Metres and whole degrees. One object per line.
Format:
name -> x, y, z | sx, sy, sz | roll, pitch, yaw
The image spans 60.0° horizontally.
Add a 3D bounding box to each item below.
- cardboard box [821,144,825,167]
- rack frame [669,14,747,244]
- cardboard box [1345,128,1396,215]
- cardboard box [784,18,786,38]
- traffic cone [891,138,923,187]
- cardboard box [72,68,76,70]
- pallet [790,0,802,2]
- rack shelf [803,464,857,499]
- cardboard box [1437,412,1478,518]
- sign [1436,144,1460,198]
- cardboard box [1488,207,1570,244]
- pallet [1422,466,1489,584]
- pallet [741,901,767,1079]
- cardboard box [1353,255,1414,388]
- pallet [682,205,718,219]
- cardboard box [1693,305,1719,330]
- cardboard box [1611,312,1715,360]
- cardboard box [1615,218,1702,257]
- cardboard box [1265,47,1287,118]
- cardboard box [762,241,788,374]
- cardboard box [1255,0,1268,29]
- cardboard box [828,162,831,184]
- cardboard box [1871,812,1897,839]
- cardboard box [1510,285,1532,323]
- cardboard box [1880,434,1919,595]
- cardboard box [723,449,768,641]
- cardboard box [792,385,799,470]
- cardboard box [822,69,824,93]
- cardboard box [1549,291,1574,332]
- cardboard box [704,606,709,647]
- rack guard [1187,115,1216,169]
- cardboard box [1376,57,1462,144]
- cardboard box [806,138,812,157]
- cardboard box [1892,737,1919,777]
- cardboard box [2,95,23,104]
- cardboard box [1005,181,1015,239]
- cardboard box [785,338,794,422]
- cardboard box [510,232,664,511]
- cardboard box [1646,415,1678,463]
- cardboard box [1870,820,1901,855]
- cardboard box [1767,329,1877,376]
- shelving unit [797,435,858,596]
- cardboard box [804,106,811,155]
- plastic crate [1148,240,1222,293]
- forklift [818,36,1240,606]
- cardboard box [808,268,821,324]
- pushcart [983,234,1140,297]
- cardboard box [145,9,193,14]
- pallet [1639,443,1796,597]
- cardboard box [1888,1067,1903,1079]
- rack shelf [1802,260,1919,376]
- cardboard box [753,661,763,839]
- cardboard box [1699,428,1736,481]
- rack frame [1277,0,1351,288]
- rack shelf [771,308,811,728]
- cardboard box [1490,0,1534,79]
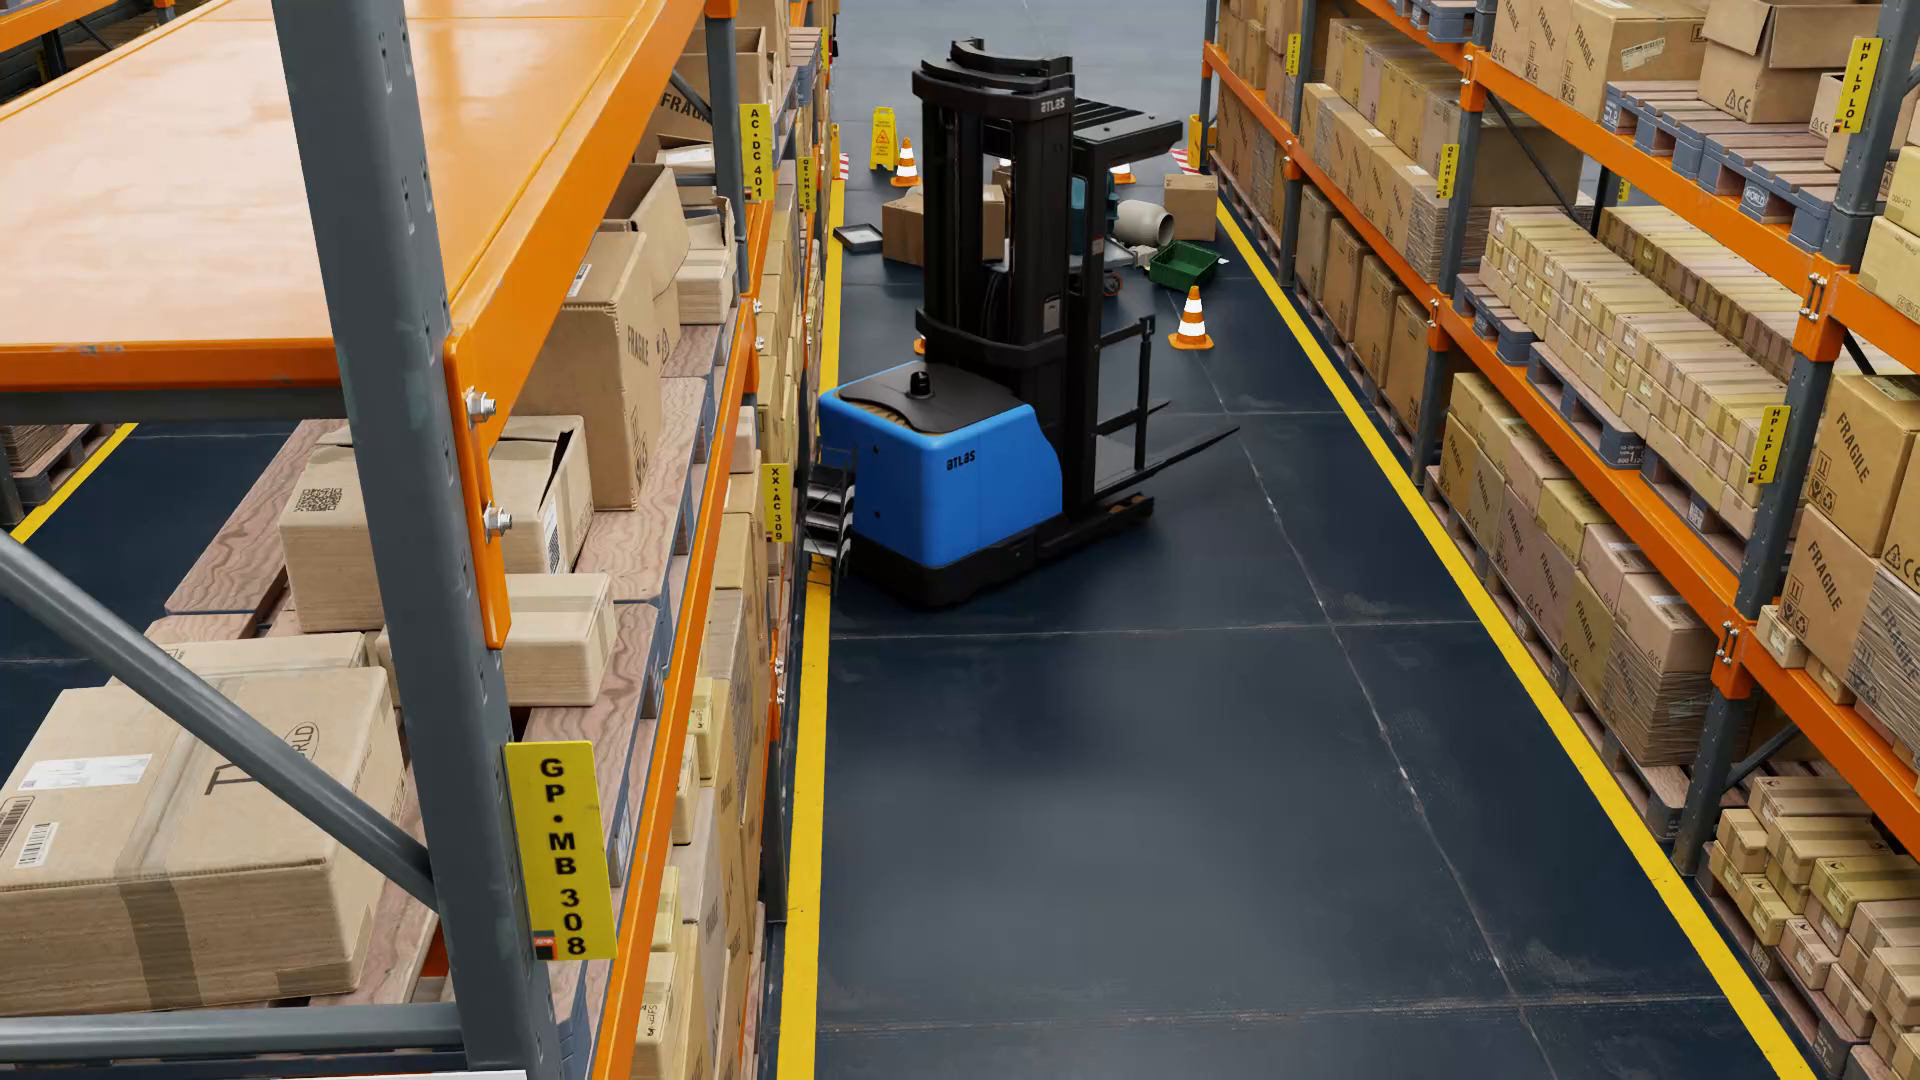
cardboard box -> -1.367, -3.324, 14.387 | 0.380, 0.149, 0.250 | -1, 28, -2
rack frame -> -1.241, -2.364, 5.052 | 1.000, 3.000, 0.127 | -1, 28, -3
cardboard box -> 3.115, -2.662, 12.001 | 0.500, 0.500, 0.500 | -1, 28, -2
cardboard box -> -1.029, -2.381, 8.019 | 0.396, 0.266, 0.258 | -2, 28, -4
traffic cone -> -0.557, -3.954, 17.331 | 0.336, 0.463, 0.334 | -1, 28, -3
cardboard box -> -6.889, -3.752, 13.390 | 0.380, 0.149, 0.250 | -2, 28, -3
pallet -> -1.676, -3.879, 11.403 | 1.213, 0.211, 1.003 | -1, 28, -3
rack shelf -> -0.733, -0.332, 9.368 | 0.258, 0.077, 0.200 | 12, 31, 8
cardboard box -> 3.270, -0.463, 10.143 | 0.500, 0.500, 0.500 | -3, 28, -5
sign -> 2.934, -2.216, 10.004 | 0.100, 0.325, 0.005 | -1, 28, -3
cardboard box -> 3.319, -1.836, 9.702 | 0.380, 0.149, 0.250 | -1, 28, -3
pallet -> 3.527, -0.121, 10.253 | 1.003, 0.211, 1.213 | -1, 28, -3
pallet -> -1.280, 1.885, 6.408 | 1.003, 0.211, 1.213 | -1, 28, -3
cardboard box -> 3.497, -1.594, 12.041 | 1.050, 0.750, 0.750 | -1, 28, -2
pallet -> -1.338, -1.372, 6.600 | 0.805, 0.209, 1.217 | -2, 28, -5
cardboard box -> 4.038, -1.112, 8.634 | 0.380, 0.149, 0.250 | -1, 28, -1
cardboard box -> 3.413, -0.992, 8.082 | 0.380, 0.149, 0.250 | -3, 28, -5
cardboard box -> 3.982, -1.725, 9.488 | 0.380, 0.149, 0.250 | -2, 28, -3
cardboard box -> 3.196, -4.055, 14.619 | 0.875, 0.550, 0.550 | -1, 28, -3
cardboard box -> -1.088, -1.107, 7.939 | 0.500, 0.500, 0.500 | -2, 28, -3
cardboard box -> 3.223, -5.030, 15.321 | 0.875, 0.550, 0.500 | -1, 28, -3
cardboard box -> -1.538, -3.607, 16.442 | 0.500, 0.250, 0.500 | -1, 28, -2
cardboard box -> 3.975, 1.101, 6.880 | 0.380, 0.149, 0.250 | -1, 28, -1
cardboard box -> 3.338, -1.333, 9.379 | 0.380, 0.149, 0.250 | 0, 28, 0
cardboard box -> 3.519, -0.037, 5.566 | 0.500, 0.500, 0.500 | -2, 28, -4
cardboard box -> -0.941, 0.019, 5.780 | 0.500, 0.500, 0.500 | -2, 28, -3
cardboard box -> -1.057, -0.555, 8.232 | 0.500, 0.250, 0.500 | -2, 28, -3
cardboard box -> -1.466, -4.249, 14.722 | 0.500, 0.500, 0.500 | -2, 28, -3
cardboard box -> 3.372, -1.217, 8.835 | 0.380, 0.149, 0.250 | -1, 28, -3
cardboard box -> -0.904, 0.247, 4.643 | 0.380, 0.149, 0.250 | -2, 28, -4
rack guard -> 3.069, -4.315, 17.983 | 1.175, 0.500, 0.348 | -1, 28, -3
cardboard box -> 3.391, -3.120, 11.798 | 0.700, 0.500, 0.500 | -2, 28, -3
cardboard box -> -1.294, -2.885, 12.355 | 0.380, 0.149, 0.250 | -1, 28, -2
cardboard box -> 3.547, 0.744, 5.851 | 0.380, 0.149, 0.250 | -3, 28, -5
cardboard box -> -6.838, -3.201, 12.335 | 0.380, 0.149, 0.250 | -1, 28, -3
cardboard box -> 0.809, -3.018, 15.345 | 0.797, 0.637, 0.503 | -1, 28, -3
cardboard box -> -1.066, -0.777, 8.118 | 0.500, 0.250, 0.500 | -2, 28, -4
cardboard box -> -0.988, -0.397, 3.853 | 0.500, 0.500, 0.500 | -1, 28, -2
cardboard box -> 3.440, -0.475, 7.735 | 0.380, 0.149, 0.250 | -3, 28, -5
cardboard box -> 4.031, 1.213, 6.988 | 0.380, 0.149, 0.250 | -1, 28, -2
cardboard box -> 4.079, -0.883, 7.873 | 0.380, 0.149, 0.250 | -2, 28, -3
shelving unit -> -0.758, -0.131, 9.490 | 0.258, 0.900, 0.210 | 12, 31, 8
cardboard box -> -1.358, -3.086, 12.040 | 0.500, 0.500, 0.500 | 0, 28, -1
plastic crate -> 1.962, -2.393, 14.572 | 0.450, 0.188, 0.662 | 22, 34, 18
forklift -> 0.578, -1.503, 9.963 | 3.031, 2.935, 1.130 | -24, 36, -38
cardboard box -> -1.588, -1.846, 12.933 | 0.950, 0.372, 0.625 | 0, 28, 1
pushcart -> 0.615, -2.314, 14.280 | 1.648, 0.377, 0.936 | -11, 30, -20
cardboard box -> -6.951, -4.591, 14.678 | 0.380, 0.149, 0.250 | -1, 28, -1
pallet -> 3.802, -0.142, 7.486 | 1.003, 0.211, 1.213 | -1, 28, -3
cardboard box -> 3.503, 1.981, 5.836 | 0.380, 0.149, 0.250 | -2, 28, -4
rack shelf -> 3.801, 0.042, 4.460 | 1.077, 0.370, 4.000 | -1, 28, -3
cardboard box -> -0.929, 0.697, 5.563 | 0.500, 0.500, 0.500 | -2, 28, -4
cardboard box -> 3.464, -0.378, 7.227 | 0.380, 0.149, 0.250 | -1, 28, -2
rack frame -> 3.279, -3.565, 13.842 | 1.000, 3.000, 0.127 | -1, 28, -3
rack shelf -> -1.346, -0.309, 8.377 | 1.077, 0.370, 4.000 | -1, 28, -3
cardboard box -> 3.252, -2.822, 9.065 | 0.500, 0.500, 0.500 | -1, 28, -3
